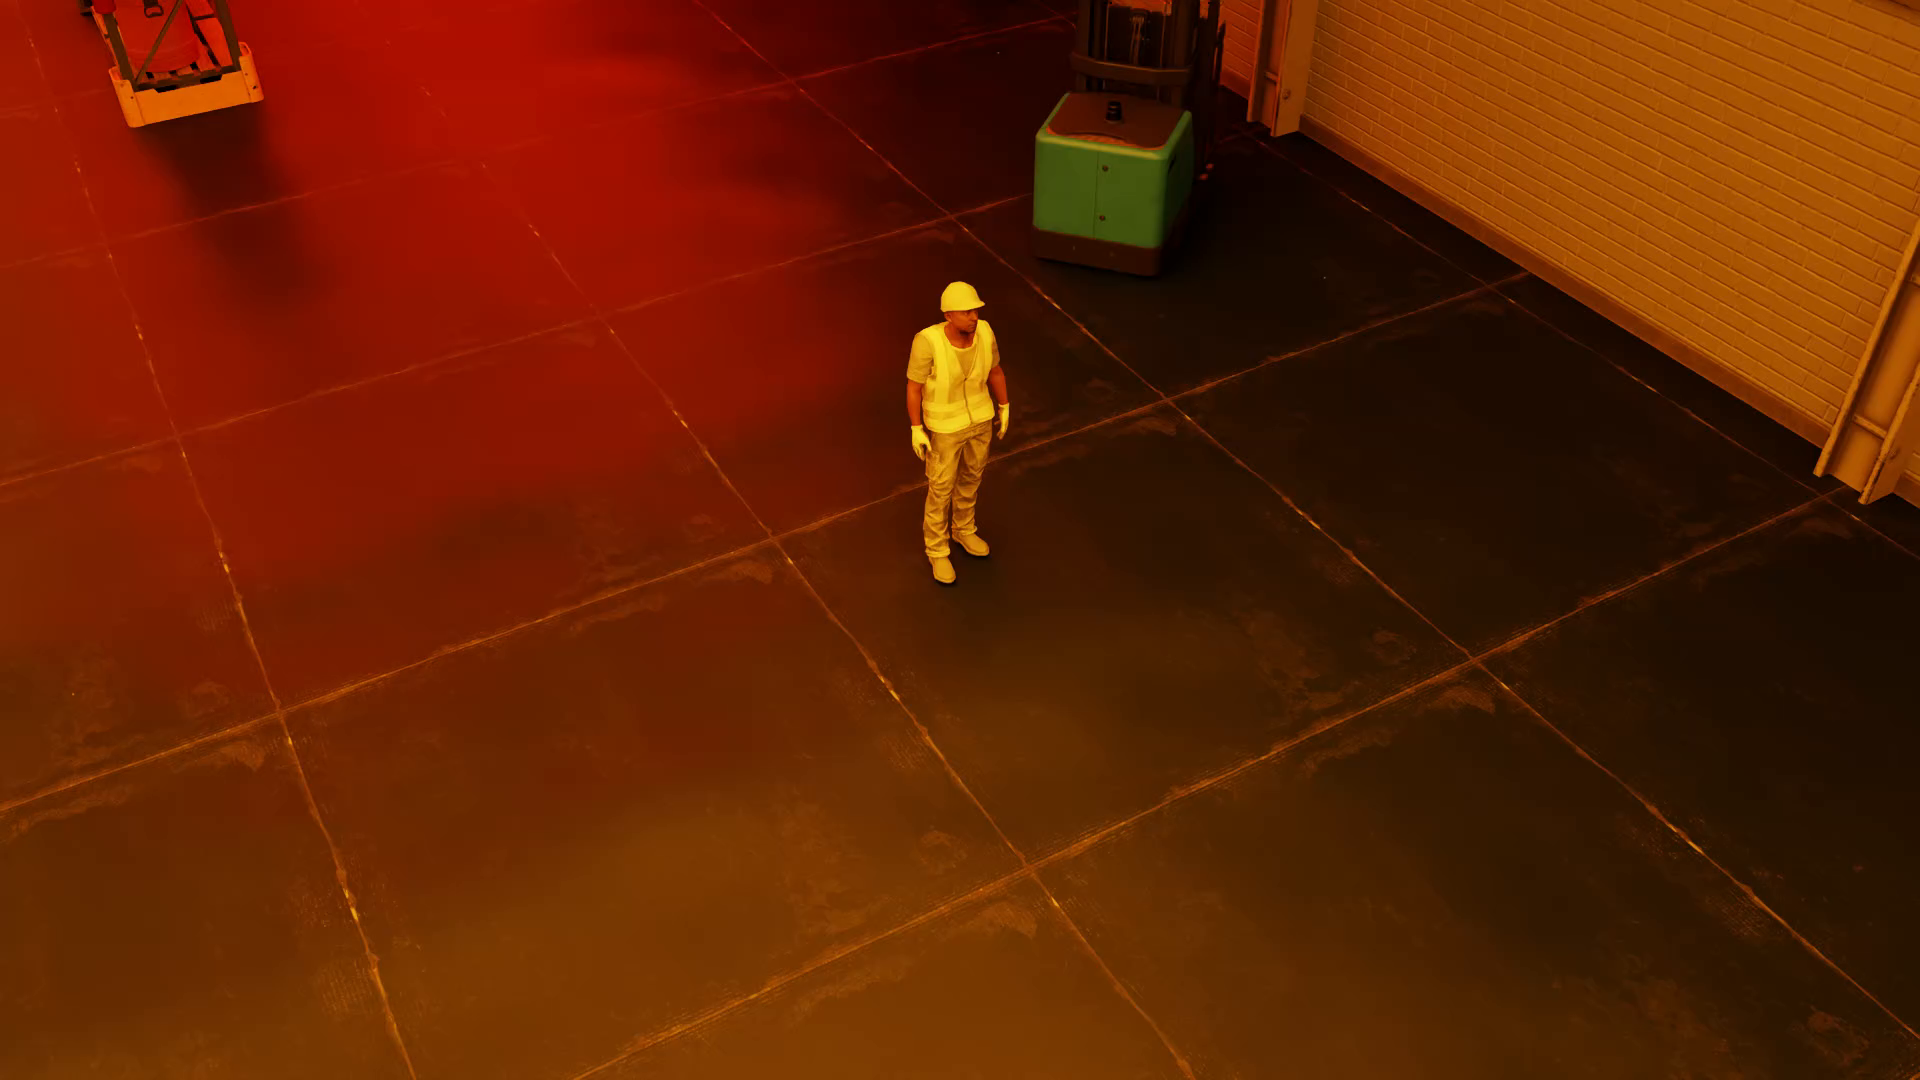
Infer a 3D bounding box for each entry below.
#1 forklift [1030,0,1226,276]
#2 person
[{"bbox_3d":[1.514,-4.078,12.953,1.130,2.935,3.031,13,41,15],"label":"forklift"},{"bbox_3d":[0.030,-0.649,9.707,0.656,1.784,0.575,-20,44,-23],"label":"person"}]
